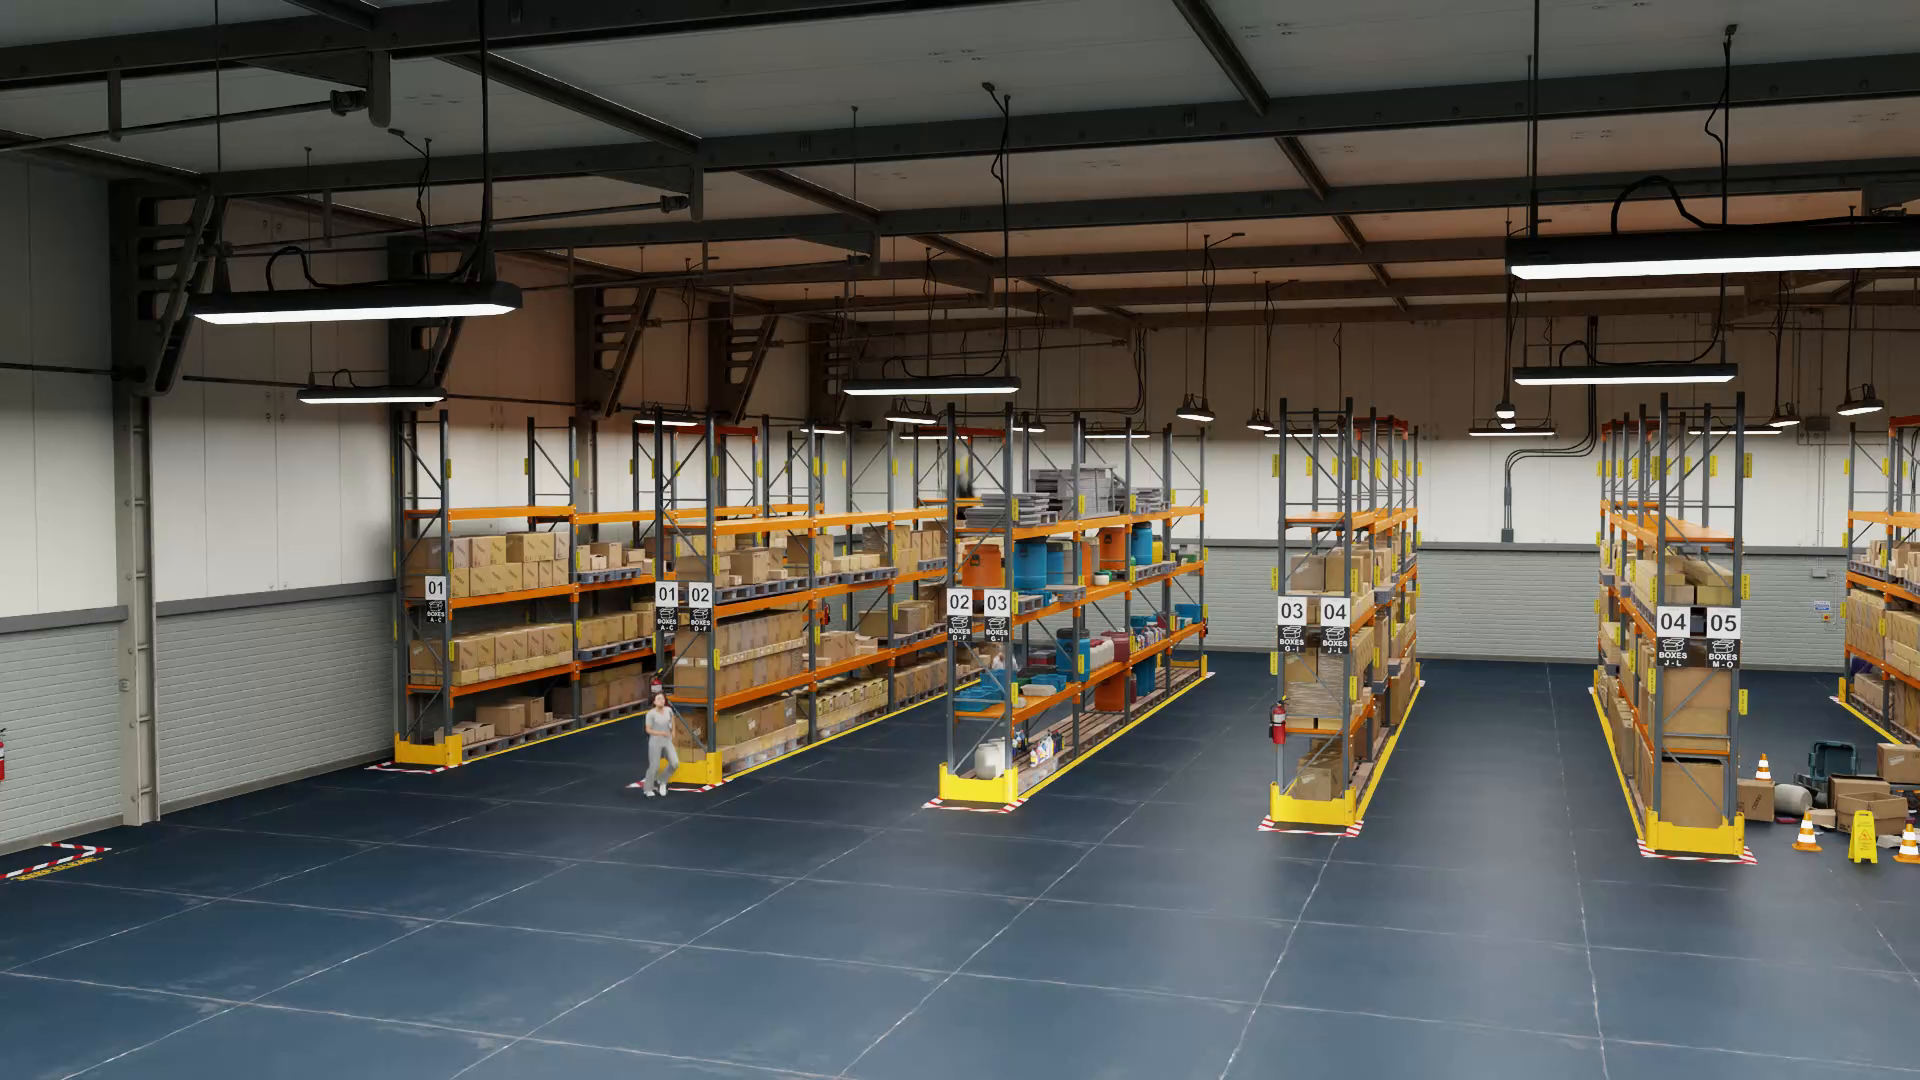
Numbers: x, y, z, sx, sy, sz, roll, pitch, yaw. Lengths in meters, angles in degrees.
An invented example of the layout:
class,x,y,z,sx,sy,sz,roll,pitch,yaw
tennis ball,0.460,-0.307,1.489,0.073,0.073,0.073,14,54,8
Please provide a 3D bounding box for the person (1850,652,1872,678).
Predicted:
class,x,y,z,sx,sy,sz,roll,pitch,yaw
person,19.939,2.662,36.794,0.661,1.509,0.586,0,2,8

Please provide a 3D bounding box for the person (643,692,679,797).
class,x,y,z,sx,sy,sz,roll,pitch,yaw
person,-4.507,3.091,25.130,0.582,1.622,0.792,-2,3,-36

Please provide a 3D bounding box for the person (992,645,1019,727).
class,x,y,z,sx,sy,sz,roll,pitch,yaw
person,0.887,2.827,32.393,0.607,1.619,0.691,1,3,20
